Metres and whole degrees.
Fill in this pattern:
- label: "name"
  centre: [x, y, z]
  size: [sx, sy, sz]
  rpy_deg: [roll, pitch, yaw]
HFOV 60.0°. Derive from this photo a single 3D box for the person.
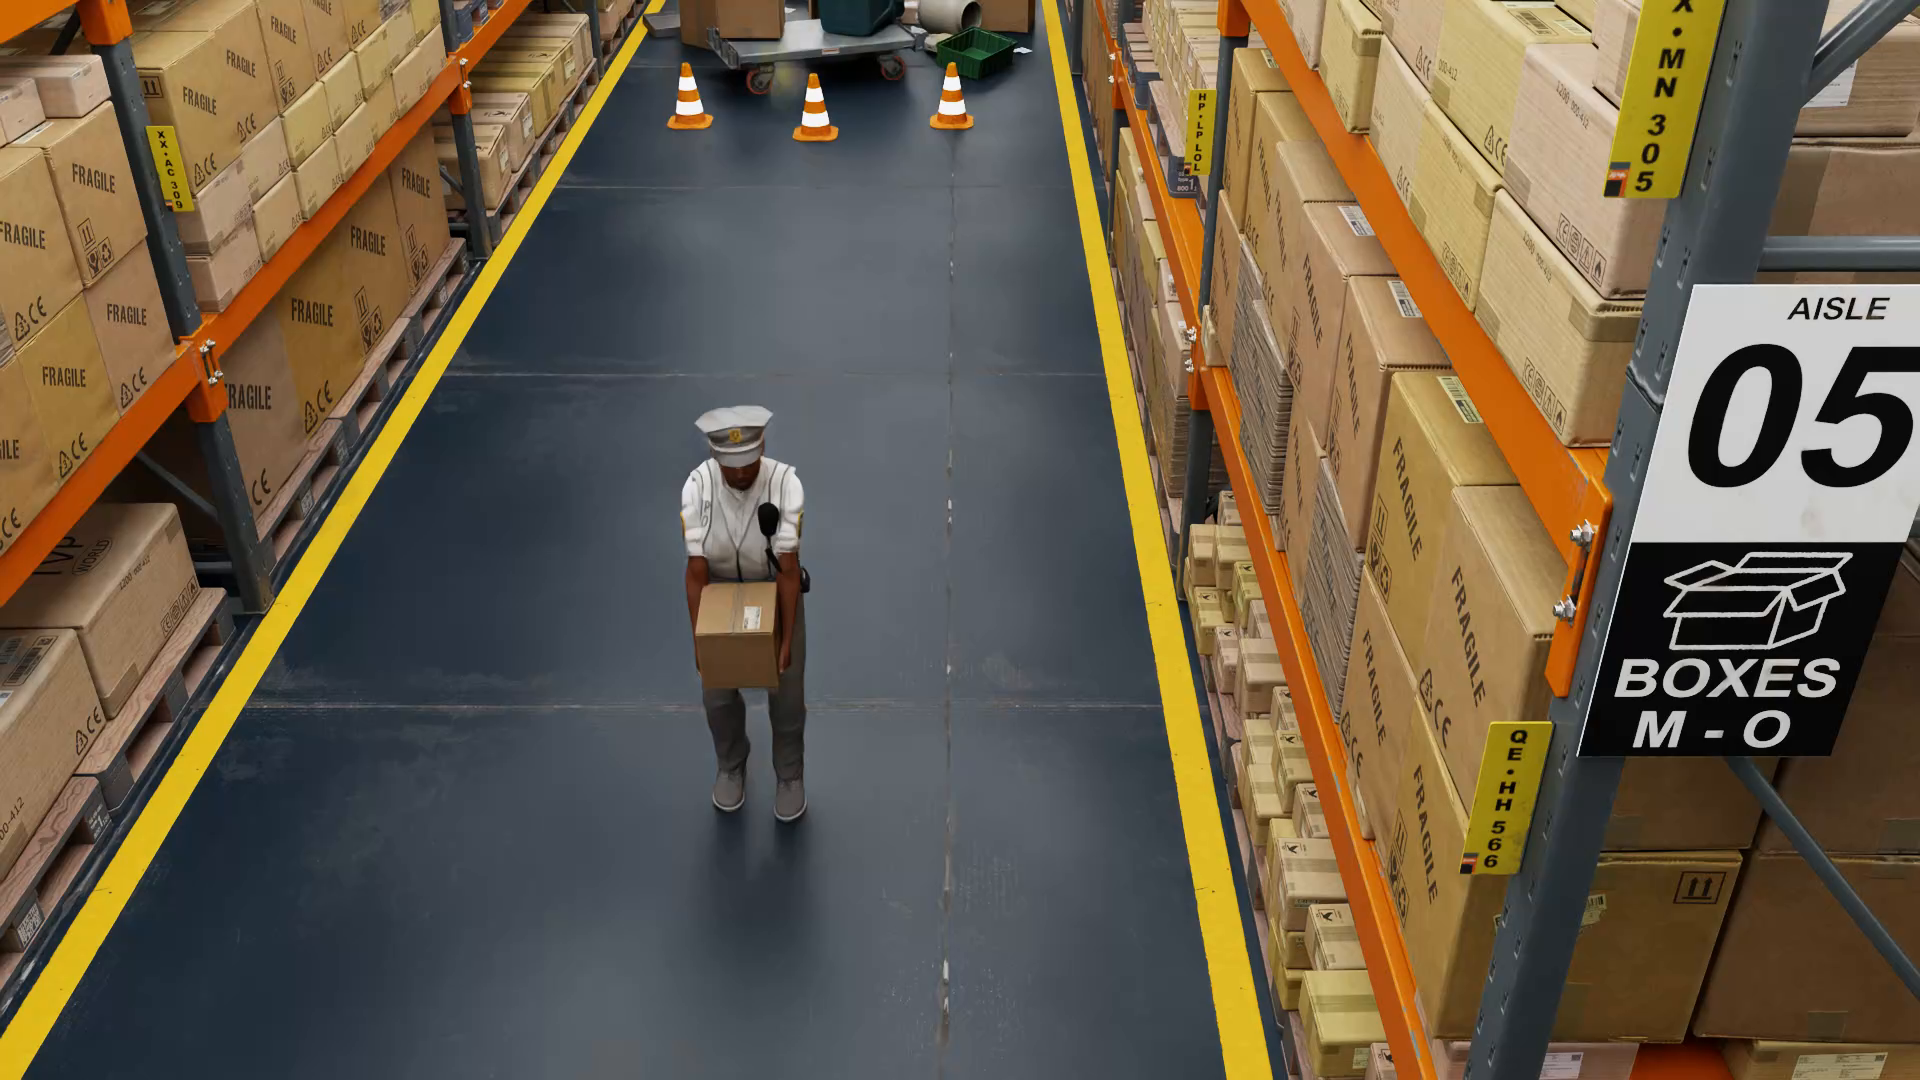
- label: "person"
  centre: [-0.724, 0.265, 5.732]
  size: [0.416, 1.646, 0.555]
  rpy_deg: [-1, 32, -1]
